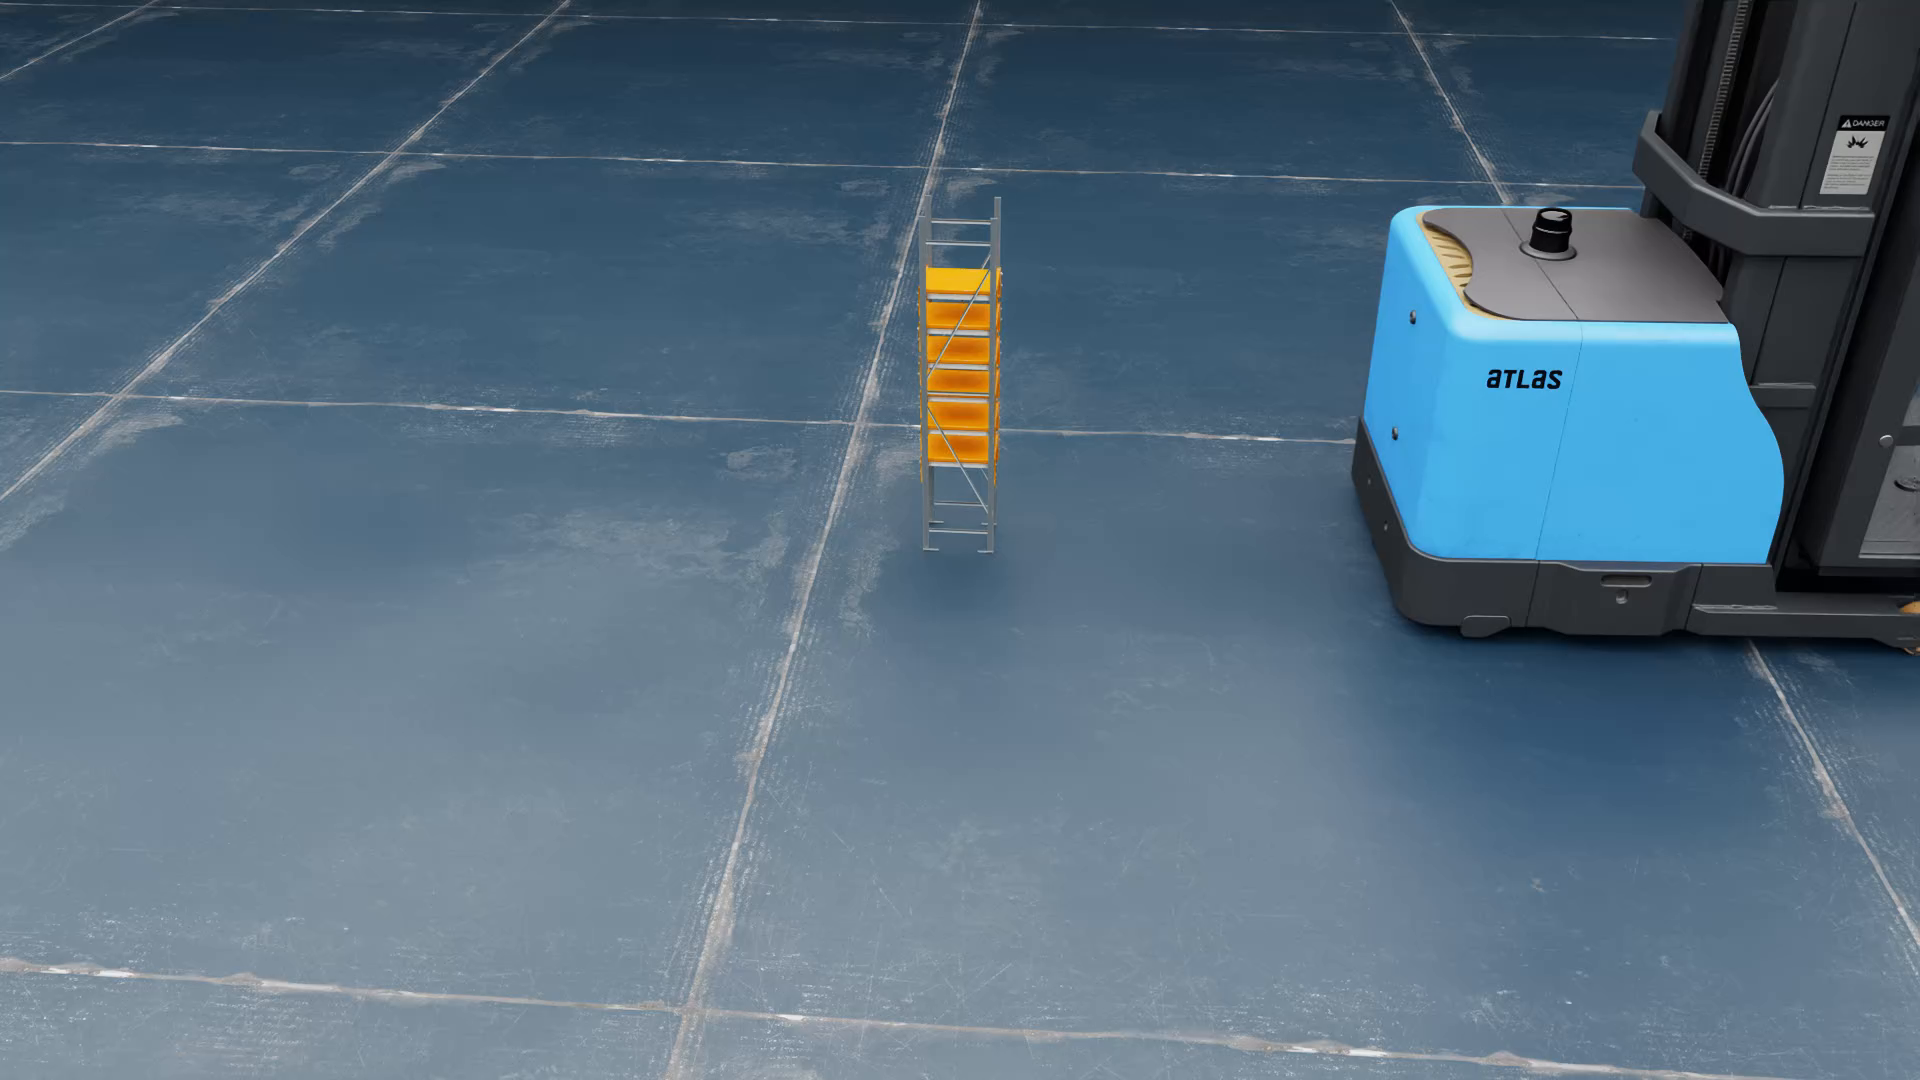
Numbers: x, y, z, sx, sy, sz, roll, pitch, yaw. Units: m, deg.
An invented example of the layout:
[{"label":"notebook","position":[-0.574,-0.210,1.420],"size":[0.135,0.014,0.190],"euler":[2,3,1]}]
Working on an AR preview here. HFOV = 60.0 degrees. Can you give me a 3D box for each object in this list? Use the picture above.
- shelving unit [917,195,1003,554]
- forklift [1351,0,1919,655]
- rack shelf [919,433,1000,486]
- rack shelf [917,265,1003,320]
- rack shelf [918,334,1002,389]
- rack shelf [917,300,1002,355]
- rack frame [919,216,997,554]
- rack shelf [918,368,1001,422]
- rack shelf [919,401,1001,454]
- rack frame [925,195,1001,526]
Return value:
[{"label":"shelving unit","position":[0.001,-0.518,5.447],"size":[0.258,1.200,0.189],"euler":[2,32,4]},{"label":"forklift","position":[2.910,-1.172,4.858],"size":[3.031,2.935,1.130],"euler":[1,32,1]},{"label":"rack shelf","position":[0.001,-0.276,5.597],"size":[0.258,0.103,0.180],"euler":[2,32,4]},{"label":"rack shelf","position":[0.001,-0.787,5.282],"size":[0.258,0.103,0.180],"euler":[2,32,4]},{"label":"rack shelf","position":[0.001,-0.583,5.408],"size":[0.258,0.103,0.180],"euler":[2,32,4]},{"label":"rack shelf","position":[0.001,-0.685,5.345],"size":[0.258,0.103,0.180],"euler":[2,32,4]},{"label":"rack frame","position":[-0.006,-0.471,5.370],"size":[0.240,1.200,0.006],"euler":[2,32,4]},{"label":"rack shelf","position":[0.001,-0.481,5.471],"size":[0.258,0.103,0.180],"euler":[2,32,4]},{"label":"rack shelf","position":[0.001,-0.378,5.534],"size":[0.258,0.103,0.180],"euler":[2,32,4]},{"label":"rack frame","position":[0.009,-0.566,5.525],"size":[0.240,1.200,0.006],"euler":[2,32,4]}]
